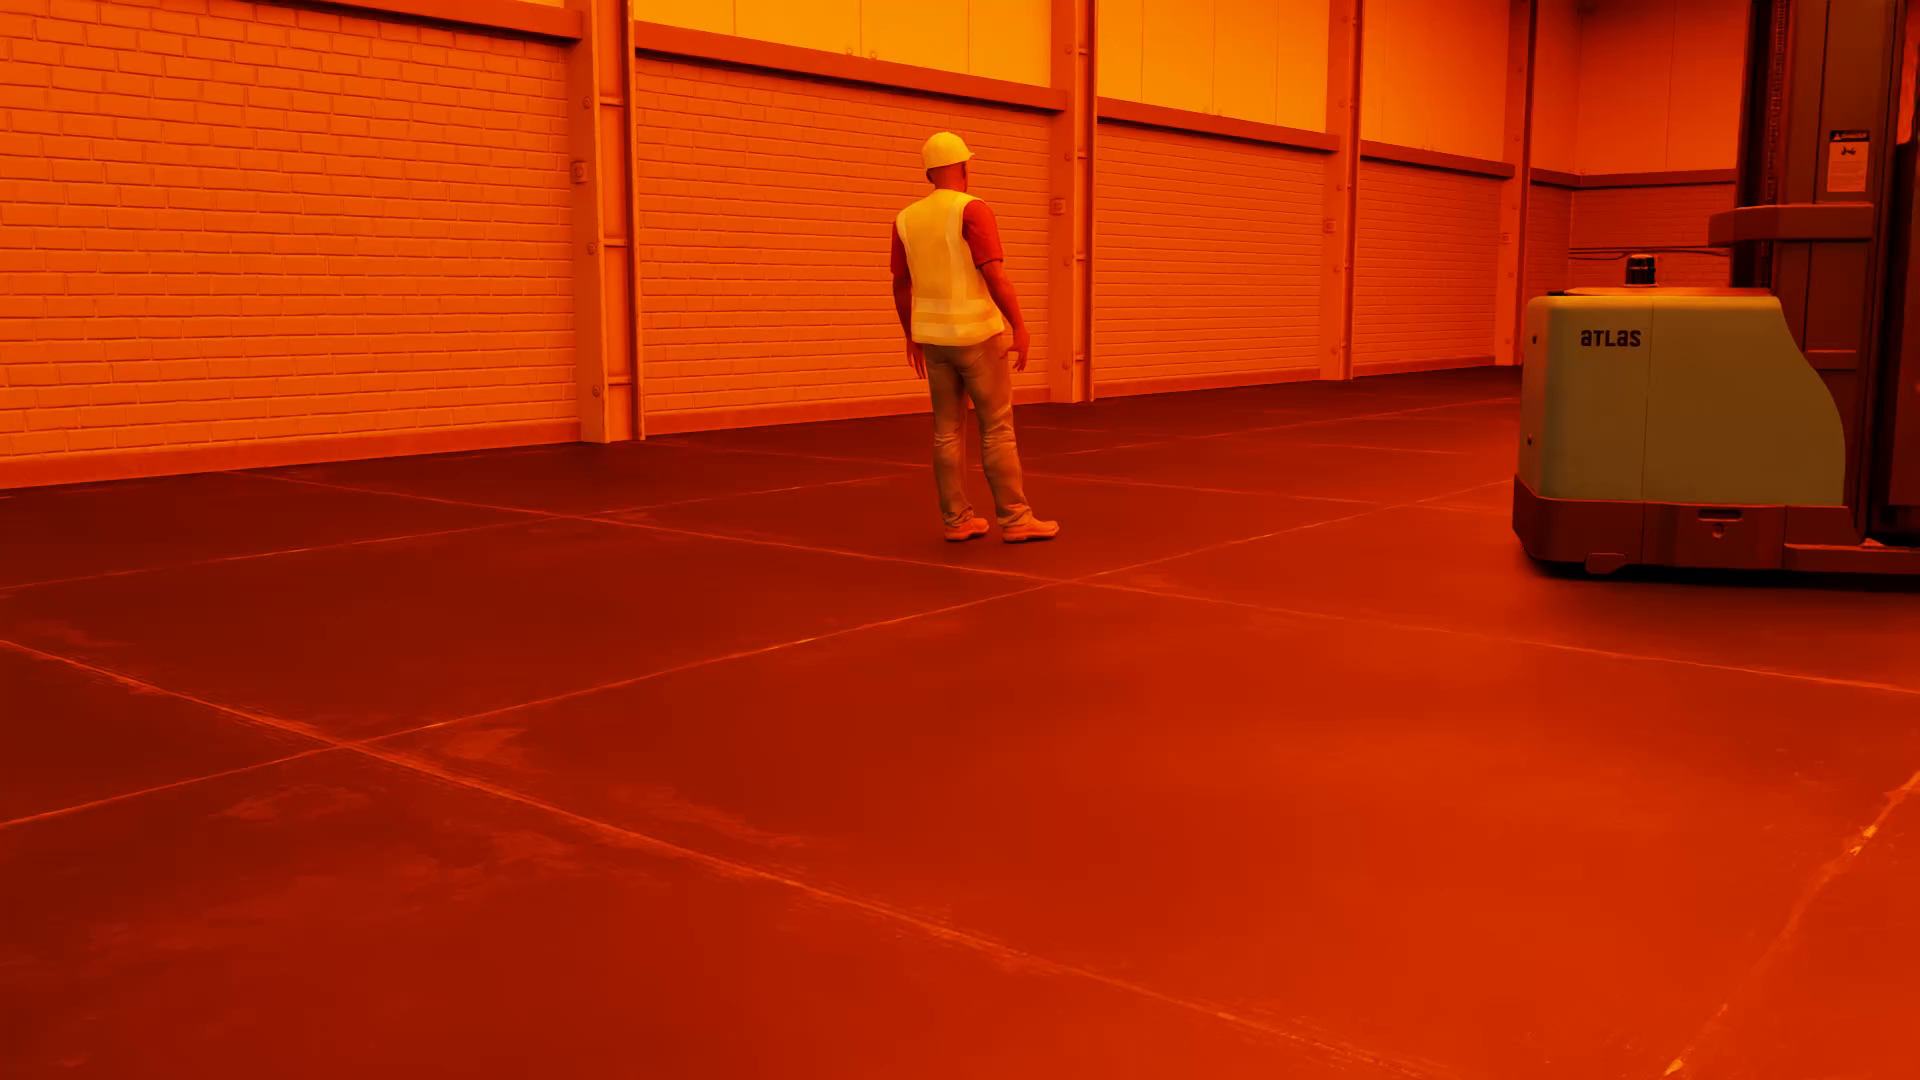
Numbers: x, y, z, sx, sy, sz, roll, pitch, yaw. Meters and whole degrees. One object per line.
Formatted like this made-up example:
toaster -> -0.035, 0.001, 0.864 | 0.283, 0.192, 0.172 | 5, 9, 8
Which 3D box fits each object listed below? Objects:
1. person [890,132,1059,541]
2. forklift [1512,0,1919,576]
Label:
person -> 0.049, -0.889, 7.326 | 0.665, 1.768, 0.575 | 7, 11, 38
forklift -> 3.791, -1.322, 6.315 | 3.031, 2.935, 1.130 | 2, 9, 13
